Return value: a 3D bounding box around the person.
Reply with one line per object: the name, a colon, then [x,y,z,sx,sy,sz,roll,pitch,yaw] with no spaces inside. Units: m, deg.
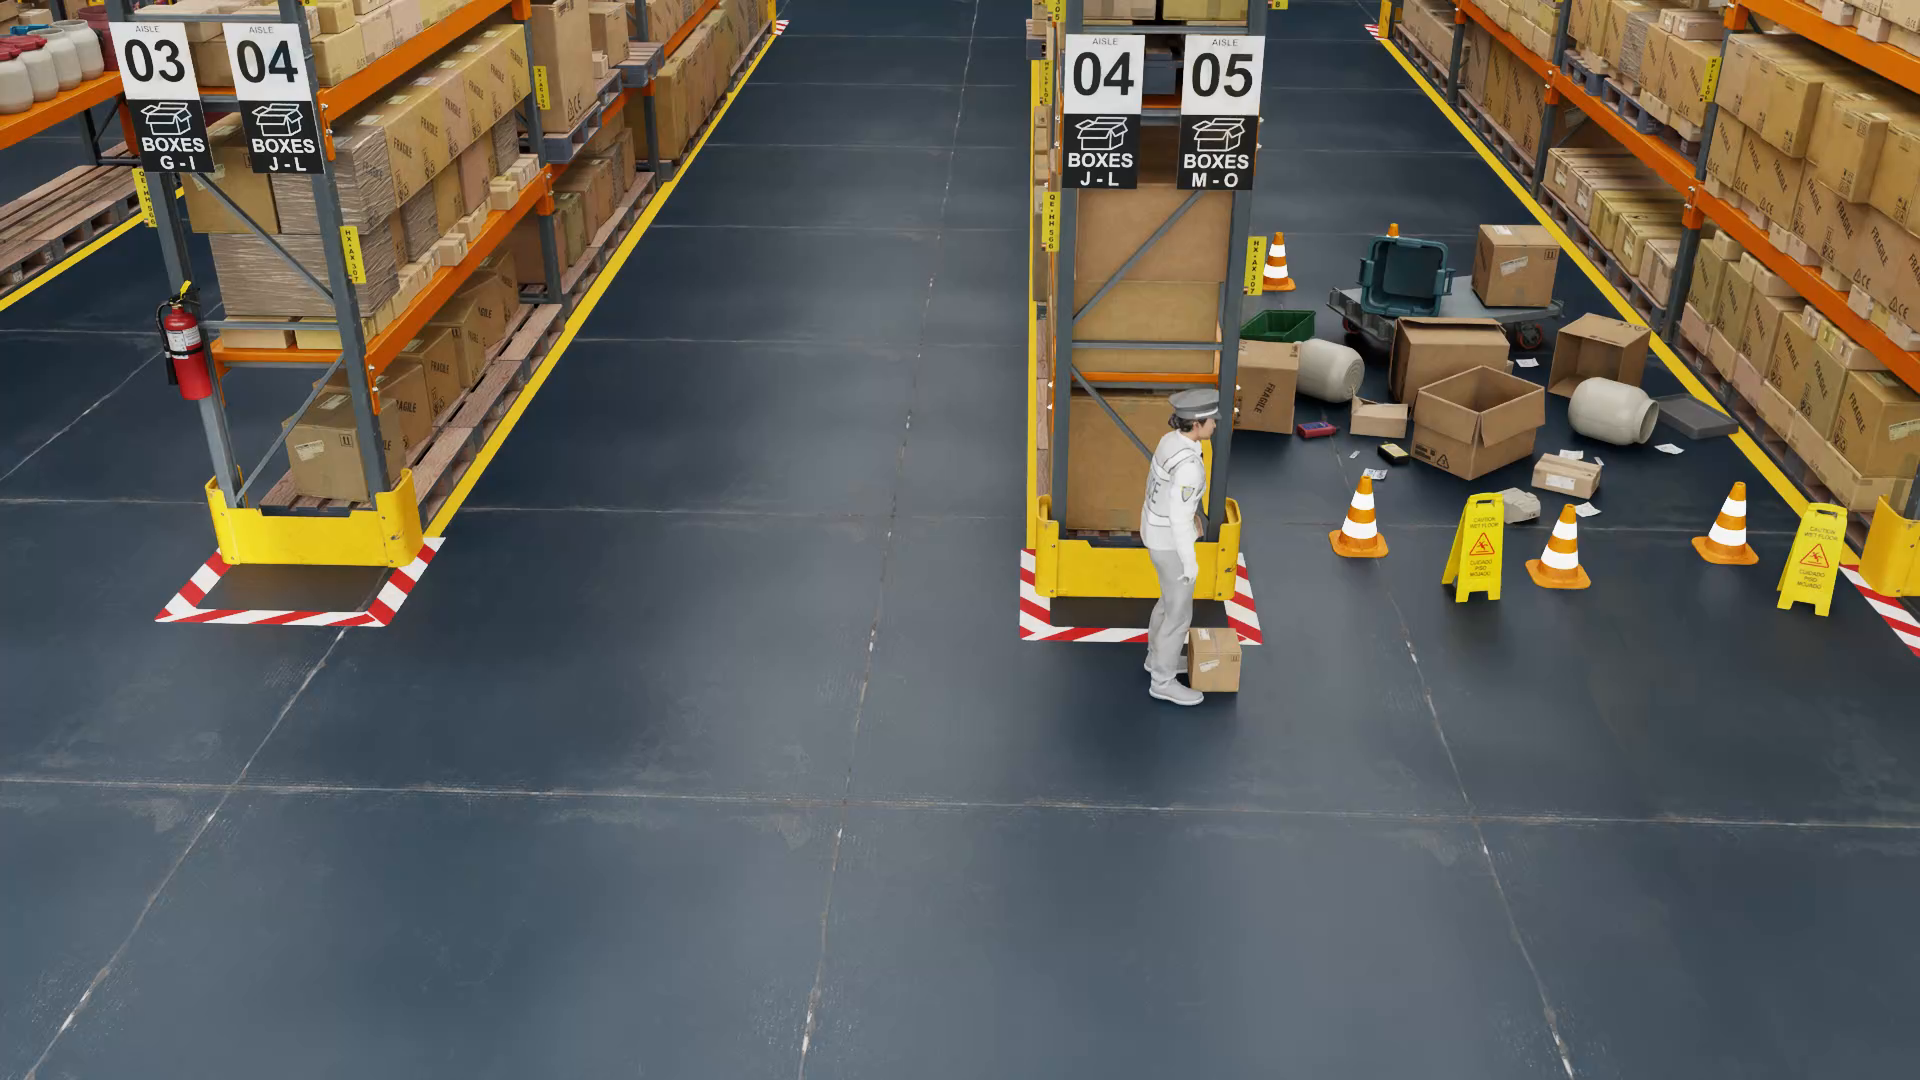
person: [1.120,0.012,8.591,0.370,1.666,0.547,0,28,-1]
